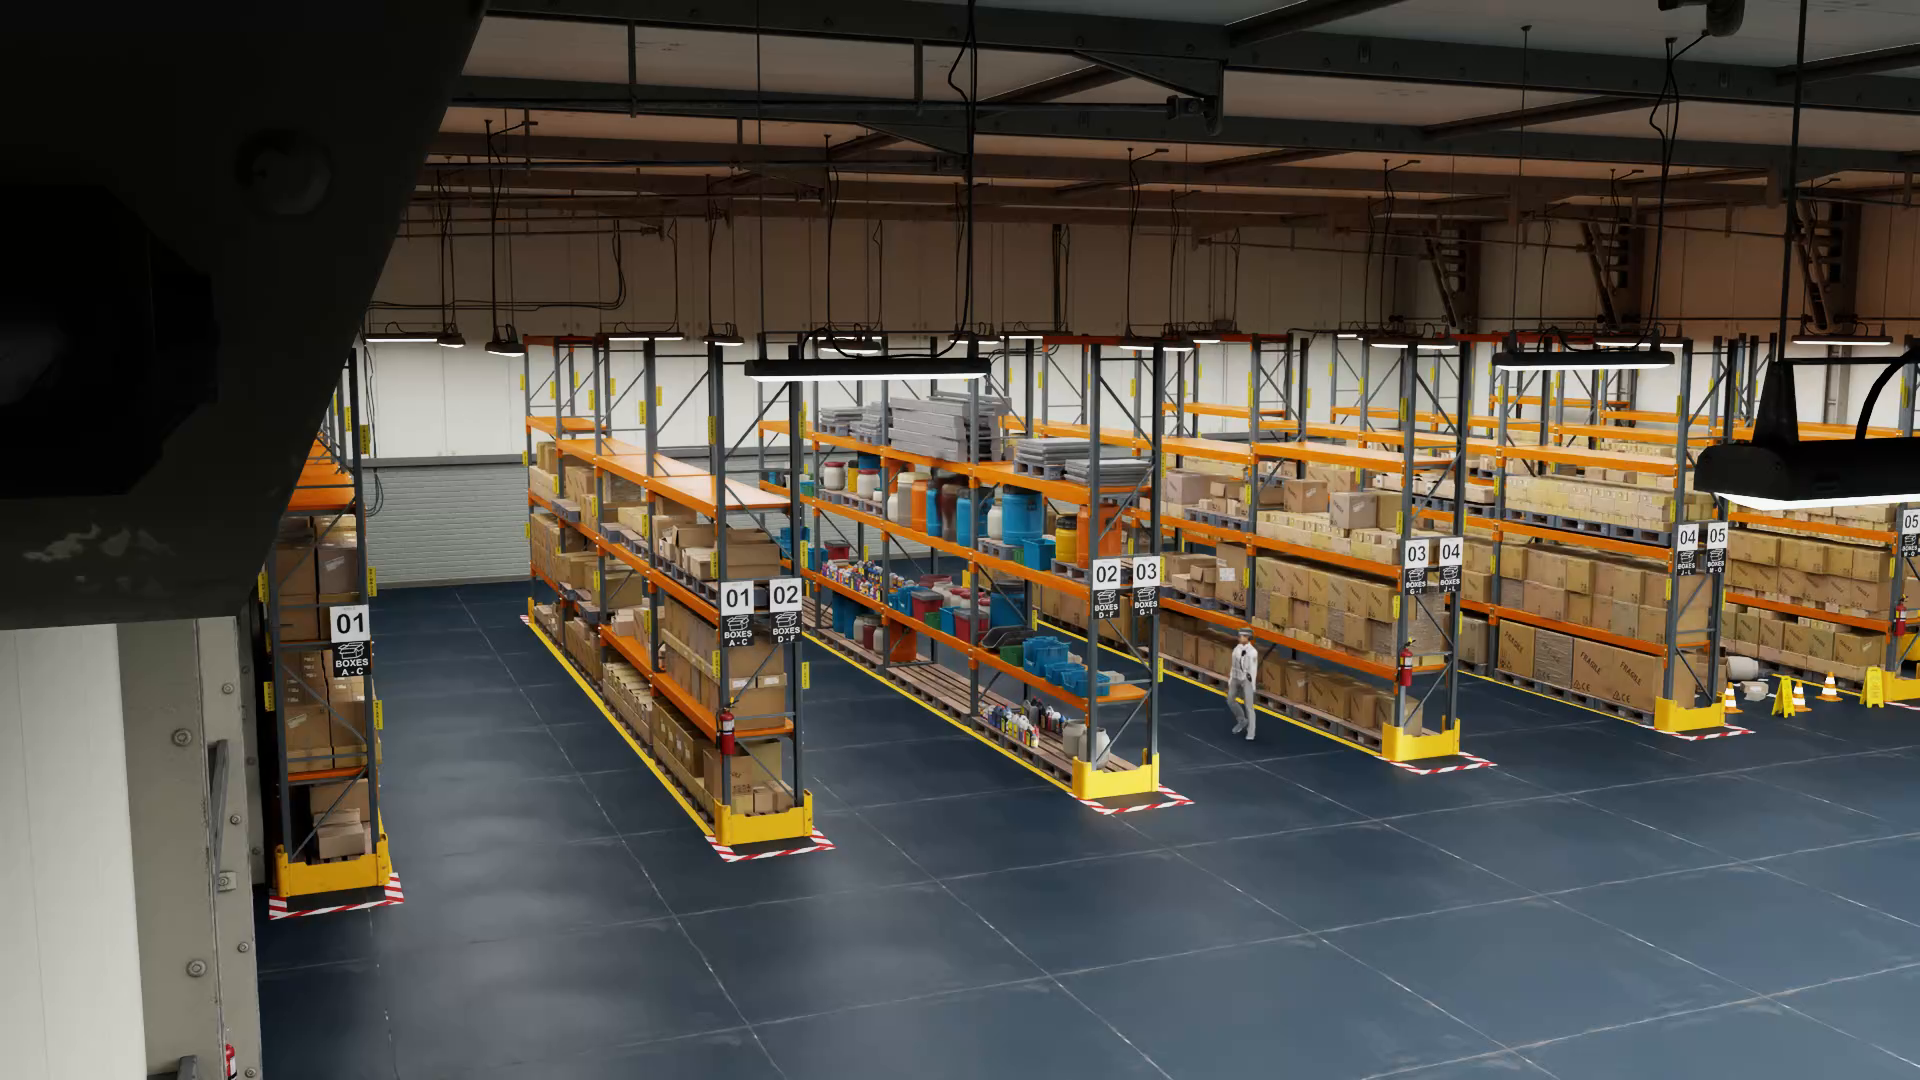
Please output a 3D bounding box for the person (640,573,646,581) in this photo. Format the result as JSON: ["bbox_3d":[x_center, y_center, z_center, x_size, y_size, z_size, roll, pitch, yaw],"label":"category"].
[{"bbox_3d":[-7.400,0.248,39.753,0.497,1.585,0.436,0,8,-3],"label":"person"}]

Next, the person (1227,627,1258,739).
[{"bbox_3d":[4.319,2.151,25.205,0.398,1.693,0.542,-4,9,-29],"label":"person"}]
